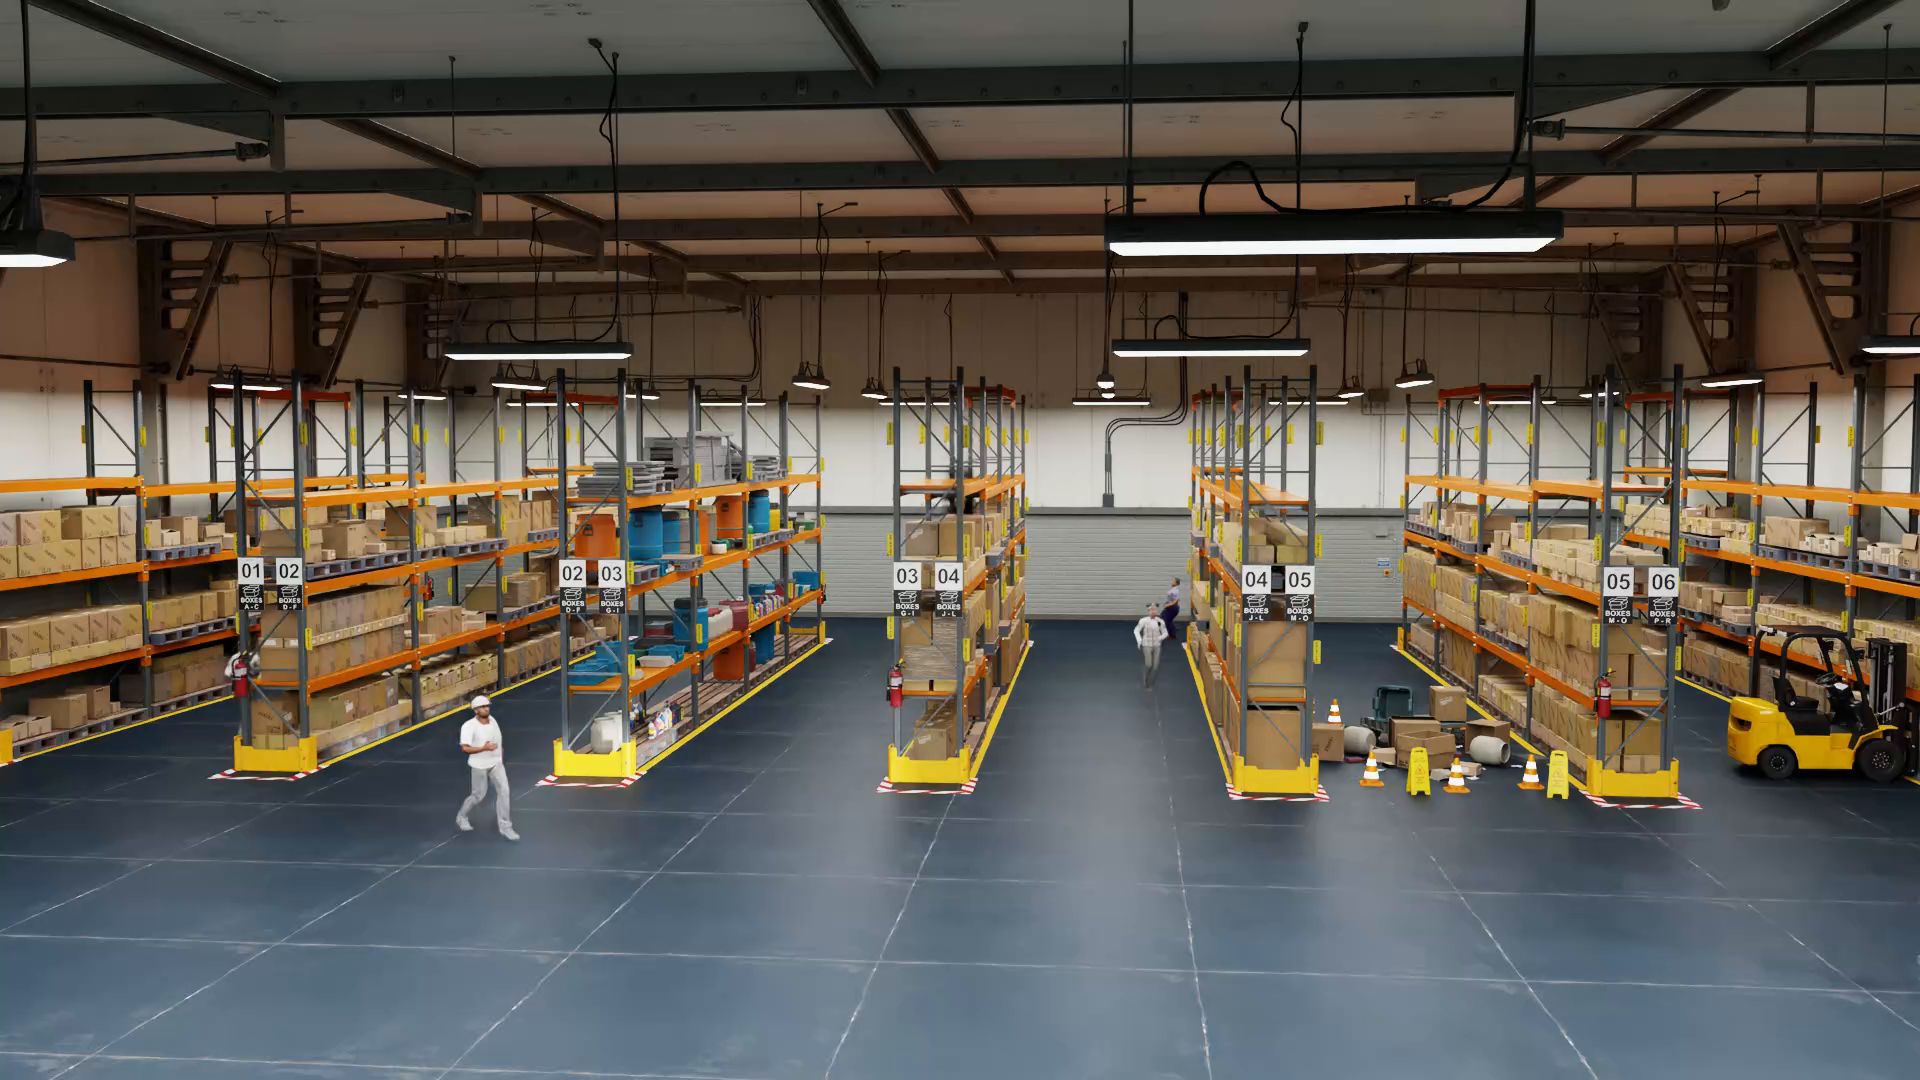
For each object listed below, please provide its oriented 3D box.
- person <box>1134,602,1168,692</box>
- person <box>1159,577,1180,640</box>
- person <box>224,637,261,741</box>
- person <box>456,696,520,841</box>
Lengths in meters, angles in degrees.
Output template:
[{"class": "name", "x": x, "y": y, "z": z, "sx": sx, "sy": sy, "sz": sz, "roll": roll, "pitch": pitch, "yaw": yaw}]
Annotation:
[{"class": "person", "x": 3.538, "y": 1.976, "z": 30.595, "sx": 0.600, "sy": 1.667, "sz": 0.550, "roll": 0, "pitch": 4, "yaw": -2}, {"class": "person", "x": 5.146, "y": 1.683, "z": 40.798, "sx": 0.517, "sy": 1.568, "sz": 0.714, "roll": 1, "pitch": 4, "yaw": 10}, {"class": "person", "x": -11.848, "y": 2.430, "z": 27.546, "sx": 0.615, "sy": 1.674, "sz": 0.928, "roll": 0, "pitch": 4, "yaw": 1}, {"class": "person", "x": -5.910, "y": 2.832, "z": 20.788, "sx": 0.944, "sy": 1.779, "sz": 0.706, "roll": 3, "pitch": 4, "yaw": 36}]
